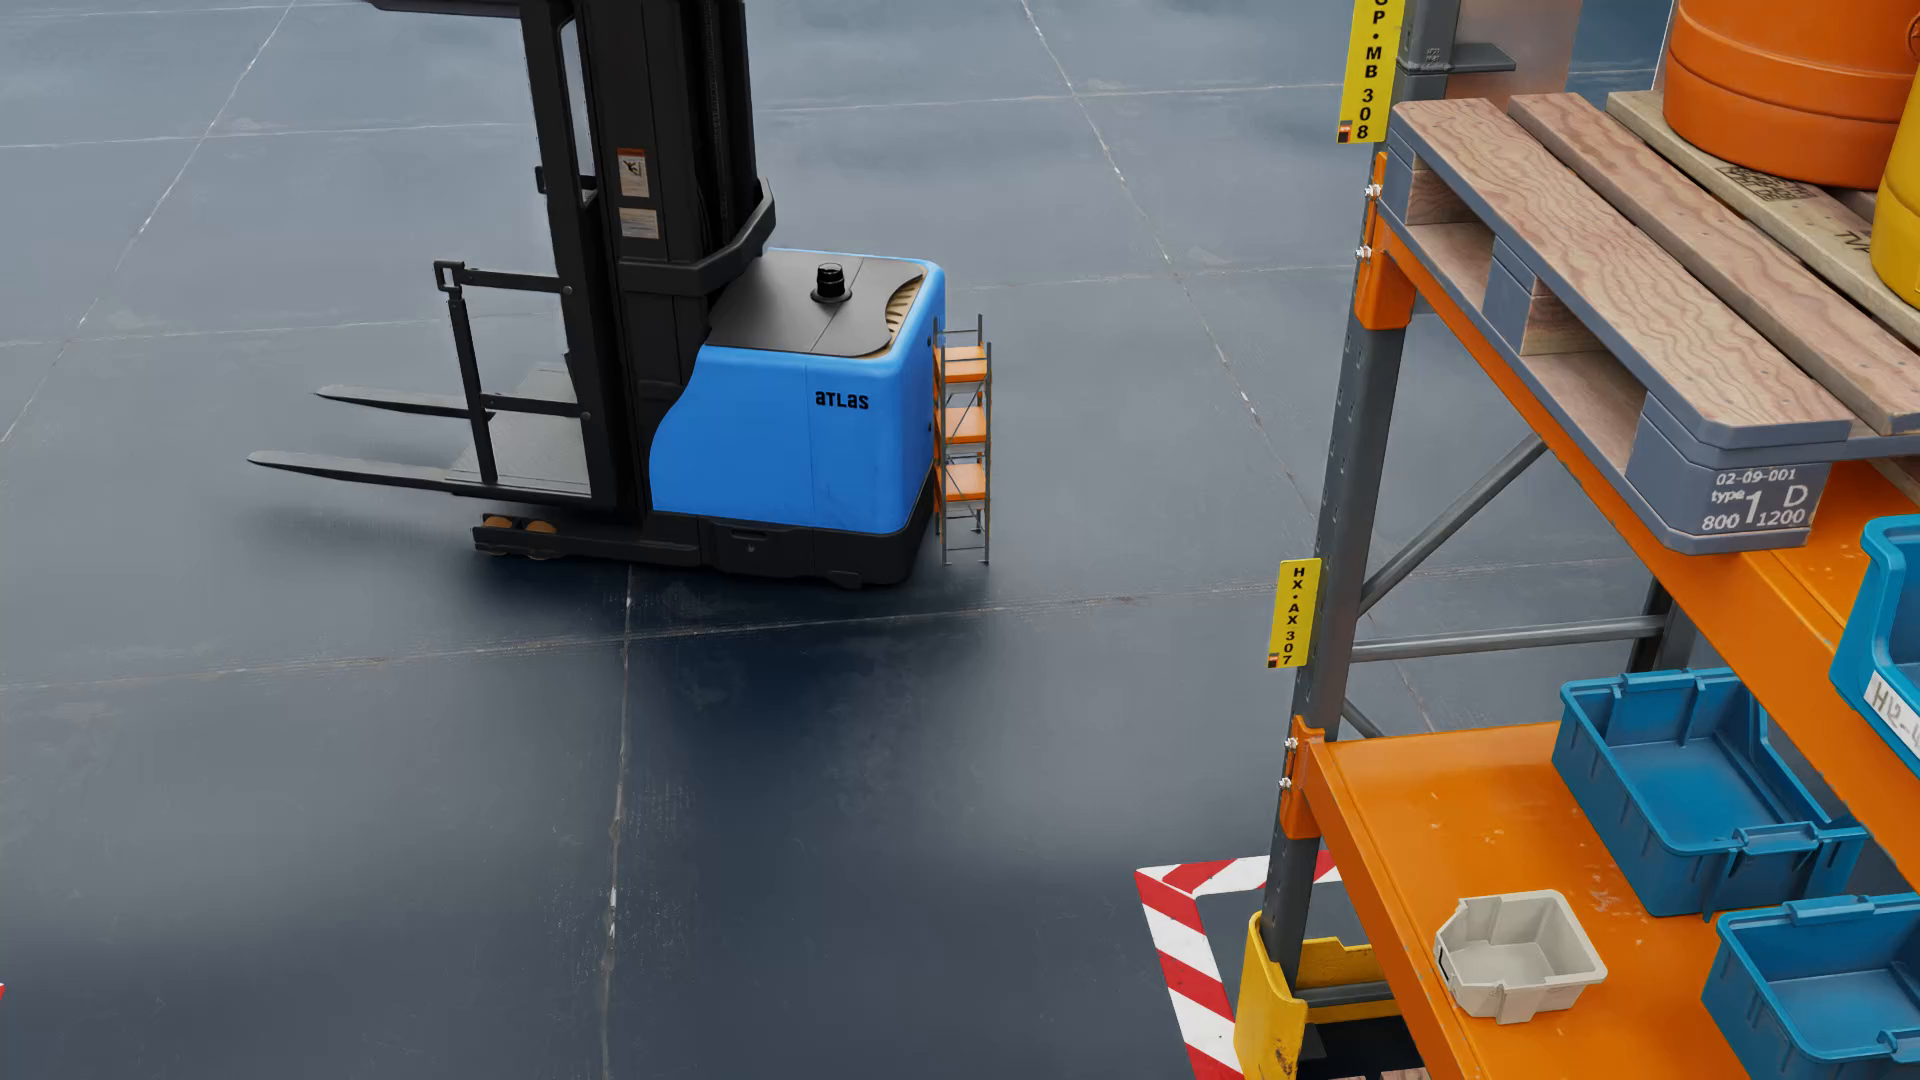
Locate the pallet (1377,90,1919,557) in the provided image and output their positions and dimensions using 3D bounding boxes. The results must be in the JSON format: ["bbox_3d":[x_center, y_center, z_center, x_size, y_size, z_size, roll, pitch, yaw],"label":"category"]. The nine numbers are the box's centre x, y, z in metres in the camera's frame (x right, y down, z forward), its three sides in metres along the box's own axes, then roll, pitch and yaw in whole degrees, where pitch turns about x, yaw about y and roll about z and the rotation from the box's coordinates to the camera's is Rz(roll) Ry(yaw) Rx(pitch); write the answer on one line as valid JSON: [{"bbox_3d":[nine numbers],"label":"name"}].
[{"bbox_3d":[1.378,-0.435,2.729,1.003,0.211,1.213,-4,35,-6],"label":"pallet"}]

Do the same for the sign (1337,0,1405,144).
[{"bbox_3d":[0.818,-0.946,3.304,0.100,0.325,0.005,-4,35,-6],"label":"sign"}]

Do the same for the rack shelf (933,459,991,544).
[{"bbox_3d":[0.007,-0.166,7.073,0.215,0.259,0.240,-4,35,-6],"label":"rack shelf"}]

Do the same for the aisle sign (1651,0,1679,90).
[{"bbox_3d":[1.648,-0.879,3.568,0.394,0.787,0.004,-4,35,-6],"label":"aisle sign"}]

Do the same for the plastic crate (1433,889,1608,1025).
[{"bbox_3d":[1.165,0.890,3.514,0.298,0.136,0.250,-4,35,-6],"label":"plastic crate"}]

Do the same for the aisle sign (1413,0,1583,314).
[{"bbox_3d":[1.063,-0.835,3.503,0.394,0.787,0.004,-4,35,-6],"label":"aisle sign"}]

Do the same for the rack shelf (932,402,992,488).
[{"bbox_3d":[0.007,-0.395,6.916,0.215,0.259,0.240,-4,35,-6],"label":"rack shelf"}]

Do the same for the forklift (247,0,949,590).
[{"bbox_3d":[-1.618,-1.408,6.714,3.031,2.935,1.130,6,35,9],"label":"forklift"}]

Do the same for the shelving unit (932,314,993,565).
[{"bbox_3d":[0.007,-0.404,6.911,0.215,1.050,0.252,-4,35,-6],"label":"shelving unit"}]

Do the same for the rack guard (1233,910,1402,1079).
[{"bbox_3d":[1.420,1.329,4.855,1.175,0.500,0.348,-4,35,-6],"label":"rack guard"}]

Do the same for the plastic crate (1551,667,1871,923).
[{"bbox_3d":[1.727,0.576,3.874,0.499,0.251,0.616,-4,35,-6],"label":"plastic crate"}]

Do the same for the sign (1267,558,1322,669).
[{"bbox_3d":[0.818,0.182,4.073,0.100,0.325,0.005,-4,35,-6],"label":"sign"}]

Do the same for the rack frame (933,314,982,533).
[{"bbox_3d":[-0.009,-0.472,7.010,0.200,1.050,0.008,-4,35,-6],"label":"rack frame"}]

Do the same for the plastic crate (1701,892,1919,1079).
[{"bbox_3d":[1.809,0.938,3.341,0.499,0.251,0.408,-4,35,-6],"label":"plastic crate"}]

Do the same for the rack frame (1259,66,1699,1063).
[{"bbox_3d":[1.363,0.258,4.209,1.000,3.000,0.127,-4,35,-6],"label":"rack frame"}]

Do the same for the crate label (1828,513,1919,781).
[{"bbox_3d":[1.288,0.149,1.836,0.502,0.251,0.408,-4,35,-6],"label":"crate label"}]

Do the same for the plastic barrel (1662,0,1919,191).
[{"bbox_3d":[1.555,-1.071,2.741,0.600,0.830,0.708,-4,35,-6],"label":"plastic barrel"}]

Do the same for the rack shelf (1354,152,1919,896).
[{"bbox_3d":[1.632,0.431,1.929,1.077,0.370,4.000,-4,35,-6],"label":"rack shelf"}]

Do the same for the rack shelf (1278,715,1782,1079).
[{"bbox_3d":[1.632,1.671,2.773,1.077,0.370,4.000,-4,35,-6],"label":"rack shelf"}]

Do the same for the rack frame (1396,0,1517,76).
[{"bbox_3d":[1.363,-2.222,2.519,1.000,3.000,0.127,-4,35,-6],"label":"rack frame"}]

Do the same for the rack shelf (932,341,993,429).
[{"bbox_3d":[0.007,-0.630,6.757,0.215,0.259,0.240,-4,35,-6],"label":"rack shelf"}]

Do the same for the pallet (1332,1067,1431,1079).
[{"bbox_3d":[1.524,1.902,4.271,1.003,0.211,1.213,-4,35,-6],"label":"pallet"}]

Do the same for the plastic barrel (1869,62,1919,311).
[{"bbox_3d":[1.642,-0.607,2.273,0.600,0.588,0.600,0,34,0],"label":"plastic barrel"}]

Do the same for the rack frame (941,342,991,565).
[{"bbox_3d":[0.024,-0.336,6.811,0.200,1.050,0.008,-4,35,-6],"label":"rack frame"}]
